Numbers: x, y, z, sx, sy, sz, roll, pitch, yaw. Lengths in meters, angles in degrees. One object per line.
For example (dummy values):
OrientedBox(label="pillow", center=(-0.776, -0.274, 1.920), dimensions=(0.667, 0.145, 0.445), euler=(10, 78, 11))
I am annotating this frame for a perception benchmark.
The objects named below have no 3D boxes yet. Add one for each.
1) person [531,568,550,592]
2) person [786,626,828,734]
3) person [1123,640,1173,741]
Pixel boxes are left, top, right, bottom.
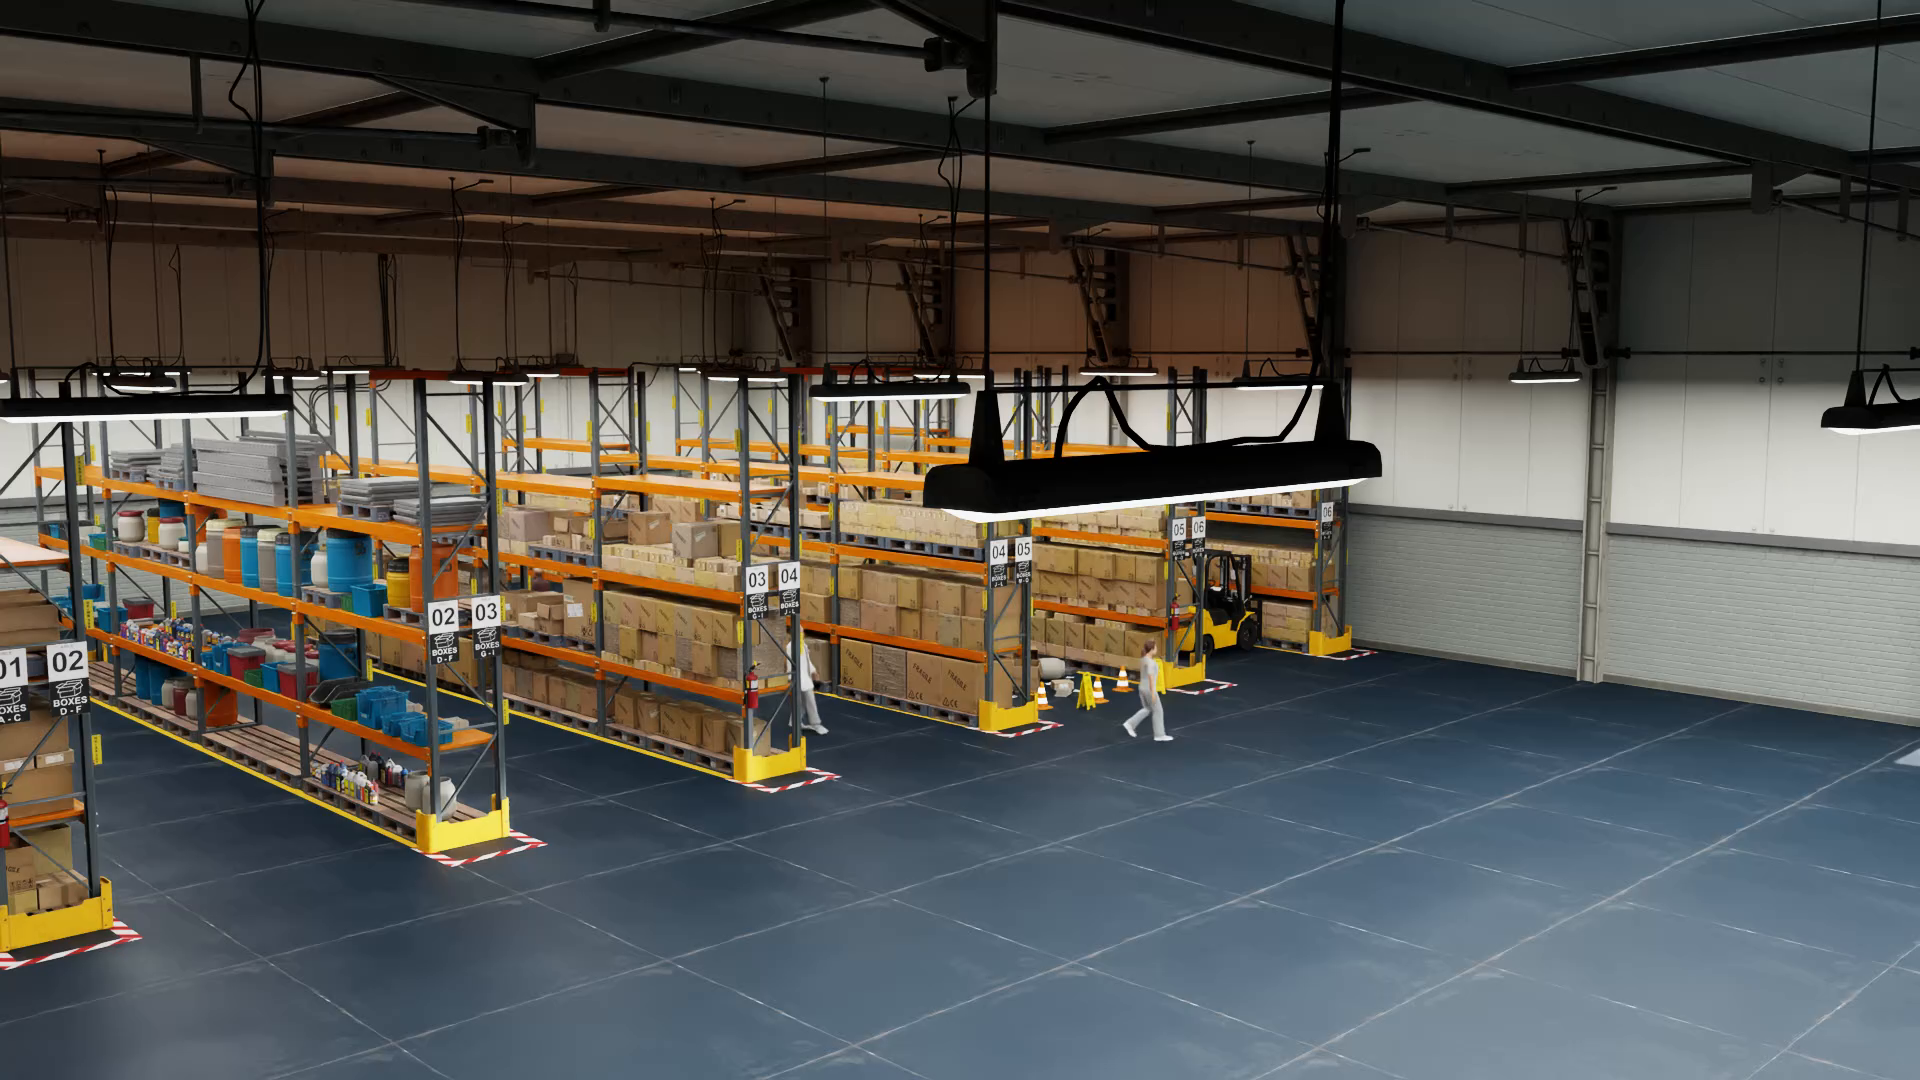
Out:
OrientedBox(label="person", center=(-8.908, 1.467, 35.213), dimensions=(0.542, 1.776, 0.626), euler=(4, 8, 34))
OrientedBox(label="person", center=(-2.536, 2.326, 27.847), dimensions=(0.803, 1.790, 0.621), euler=(2, 7, 14))
OrientedBox(label="person", center=(3.053, 2.448, 27.072), dimensions=(0.801, 1.648, 0.498), euler=(-1, 7, -11))
